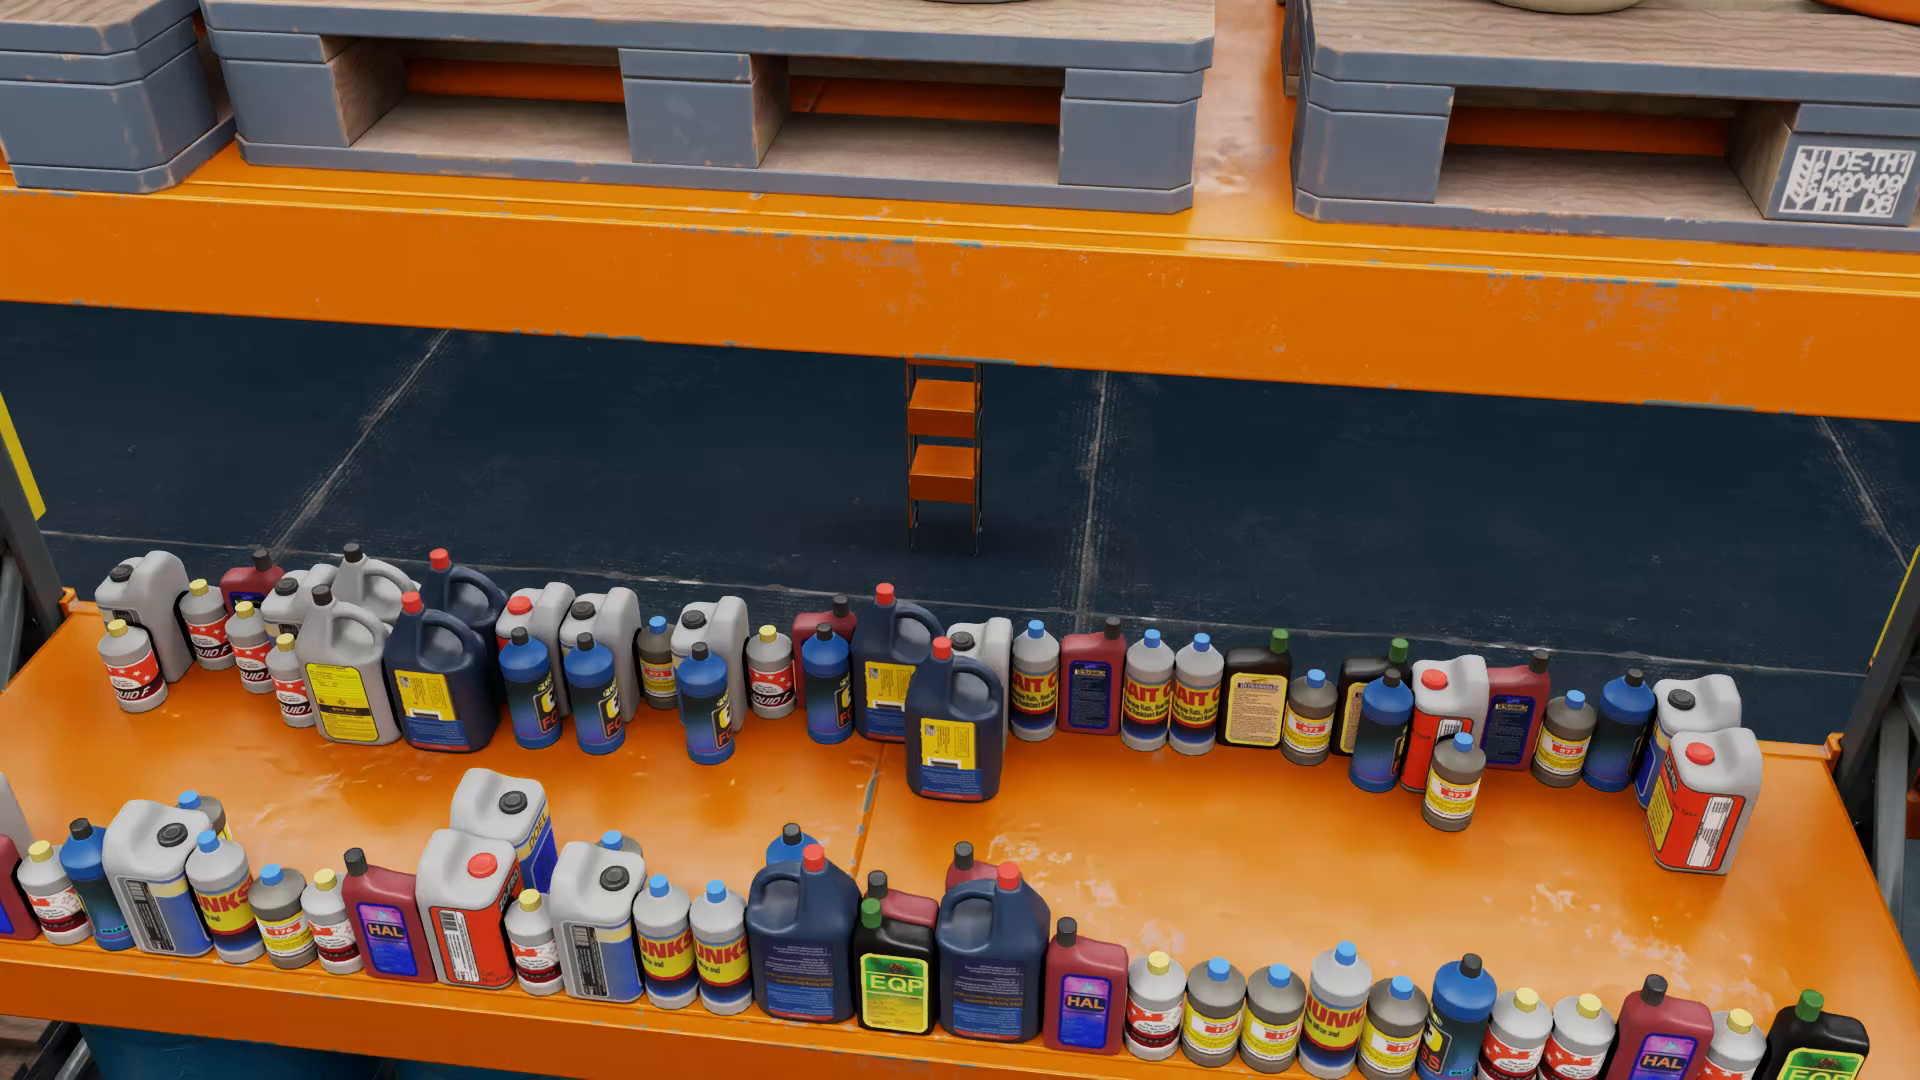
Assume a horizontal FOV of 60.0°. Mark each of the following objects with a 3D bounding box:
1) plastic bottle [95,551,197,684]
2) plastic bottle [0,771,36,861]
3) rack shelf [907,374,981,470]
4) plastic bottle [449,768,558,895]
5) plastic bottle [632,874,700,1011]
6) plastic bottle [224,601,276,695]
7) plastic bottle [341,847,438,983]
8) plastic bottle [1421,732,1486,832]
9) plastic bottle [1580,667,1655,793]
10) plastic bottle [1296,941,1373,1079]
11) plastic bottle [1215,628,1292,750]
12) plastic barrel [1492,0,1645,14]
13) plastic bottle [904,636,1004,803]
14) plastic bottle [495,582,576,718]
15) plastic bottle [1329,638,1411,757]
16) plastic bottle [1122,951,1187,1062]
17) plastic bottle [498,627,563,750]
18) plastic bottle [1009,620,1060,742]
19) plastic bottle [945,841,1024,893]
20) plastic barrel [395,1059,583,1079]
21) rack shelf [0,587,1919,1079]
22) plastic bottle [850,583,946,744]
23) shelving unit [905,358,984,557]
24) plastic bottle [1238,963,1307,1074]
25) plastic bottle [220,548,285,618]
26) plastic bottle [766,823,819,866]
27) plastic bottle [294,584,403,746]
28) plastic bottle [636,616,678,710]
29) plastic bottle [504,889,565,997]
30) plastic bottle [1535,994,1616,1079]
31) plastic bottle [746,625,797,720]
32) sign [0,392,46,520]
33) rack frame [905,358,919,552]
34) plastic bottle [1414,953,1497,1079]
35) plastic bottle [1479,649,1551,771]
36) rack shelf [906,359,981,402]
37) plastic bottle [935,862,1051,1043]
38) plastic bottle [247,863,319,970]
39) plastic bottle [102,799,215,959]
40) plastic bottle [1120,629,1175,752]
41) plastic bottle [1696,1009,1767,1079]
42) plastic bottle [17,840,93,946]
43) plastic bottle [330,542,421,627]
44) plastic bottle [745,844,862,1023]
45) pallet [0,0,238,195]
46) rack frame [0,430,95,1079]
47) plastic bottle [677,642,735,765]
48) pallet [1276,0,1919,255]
[{"bbox_3d":[-1.739,0.152,3.562,0.135,0.276,0.152,4,36,6],"label":"plastic bottle"},{"bbox_3d":[-1.823,0.494,3.017,0.185,0.351,0.144,4,36,6],"label":"plastic bottle"},{"bbox_3d":[-0.053,-0.423,5.957,0.240,0.259,0.215,4,36,6],"label":"rack shelf"},{"bbox_3d":[-0.822,0.544,3.013,0.135,0.276,0.152,4,36,6],"label":"plastic bottle"},{"bbox_3d":[-0.500,0.675,2.833,0.097,0.271,0.097,0,36,0],"label":"plastic bottle"},{"bbox_3d":[-1.496,0.220,3.530,0.097,0.201,0.097,0,36,0],"label":"plastic bottle"},{"bbox_3d":[-0.981,0.645,2.865,0.133,0.283,0.061,4,36,6],"label":"plastic bottle"},{"bbox_3d":[0.952,0.456,3.200,0.097,0.201,0.097,0,36,0],"label":"plastic bottle"},{"bbox_3d":[1.297,0.364,3.268,0.097,0.271,0.097,0,36,0],"label":"plastic bottle"},{"bbox_3d":[0.614,0.758,2.717,0.097,0.271,0.097,0,36,0],"label":"plastic bottle"},{"bbox_3d":[0.594,0.296,3.353,0.133,0.283,0.061,4,36,6],"label":"plastic bottle"},{"bbox_3d":[0.715,-0.776,1.930,0.301,0.262,0.301,0,36,0],"label":"plastic barrel"},{"bbox_3d":[-0.011,0.337,3.238,0.185,0.351,0.144,4,36,6],"label":"plastic bottle"},{"bbox_3d":[-0.876,0.216,3.471,0.135,0.276,0.152,4,36,6],"label":"plastic bottle"},{"bbox_3d":[0.823,0.313,3.329,0.133,0.283,0.061,4,36,6],"label":"plastic bottle"},{"bbox_3d":[0.324,0.765,2.767,0.097,0.201,0.097,0,36,0],"label":"plastic bottle"},{"bbox_3d":[-0.874,0.292,3.370,0.097,0.271,0.097,0,36,0],"label":"plastic bottle"},{"bbox_3d":[0.152,0.279,3.388,0.097,0.271,0.097,0,36,0],"label":"plastic bottle"},{"bbox_3d":[0.042,0.637,2.876,0.133,0.283,0.061,4,36,6],"label":"plastic bottle"},{"bbox_3d":[-0.931,1.044,3.650,0.708,0.901,0.600,4,36,6],"label":"plastic barrel"},{"bbox_3d":[-0.187,0.699,3.307,4.000,0.370,1.077,4,36,6],"label":"rack shelf"},{"bbox_3d":[-0.125,0.240,3.375,0.185,0.351,0.144,4,36,6],"label":"plastic bottle"},{"bbox_3d":[-0.053,-0.431,5.951,0.252,1.050,0.215,4,36,6],"label":"shelving unit"},{"bbox_3d":[0.517,0.779,2.747,0.097,0.201,0.097,0,36,0],"label":"plastic bottle"},{"bbox_3d":[-1.503,0.140,3.572,0.133,0.283,0.061,4,36,6],"label":"plastic bottle"},{"bbox_3d":[-0.289,0.606,2.929,0.097,0.271,0.097,0,36,0],"label":"plastic bottle"},{"bbox_3d":[-1.236,0.241,3.372,0.185,0.351,0.144,4,36,6],"label":"plastic bottle"},{"bbox_3d":[-0.624,0.250,3.489,0.097,0.201,0.097,0,36,0],"label":"plastic bottle"},{"bbox_3d":[-0.730,0.686,2.878,0.097,0.201,0.097,0,36,0],"label":"plastic bottle"},{"bbox_3d":[1.000,0.815,2.697,0.097,0.201,0.097,0,36,0],"label":"plastic bottle"},{"bbox_3d":[-0.394,0.267,3.465,0.097,0.201,0.097,0,36,0],"label":"plastic bottle"},{"bbox_3d":[-2.099,-0.171,3.669,0.005,0.325,0.100,4,36,6],"label":"sign"},{"bbox_3d":[-0.174,-0.440,5.963,0.008,1.050,0.200,4,36,6],"label":"rack frame"},{"bbox_3d":[0.807,0.772,2.697,0.097,0.271,0.097,0,36,0],"label":"plastic bottle"},{"bbox_3d":[1.088,0.333,3.301,0.133,0.283,0.061,4,36,6],"label":"plastic bottle"},{"bbox_3d":[-0.053,-0.654,5.792,0.240,0.259,0.215,4,36,6],"label":"rack shelf"},{"bbox_3d":[0.055,0.670,2.771,0.185,0.351,0.144,4,36,6],"label":"plastic bottle"},{"bbox_3d":[-1.189,0.652,2.926,0.097,0.201,0.097,0,36,0],"label":"plastic bottle"},{"bbox_3d":[-1.397,0.590,2.948,0.135,0.276,0.152,4,36,6],"label":"plastic bottle"},{"bbox_3d":[0.380,0.296,3.364,0.097,0.271,0.097,0,36,0],"label":"plastic bottle"},{"bbox_3d":[1.229,0.832,2.673,0.097,0.201,0.097,0,36,0],"label":"plastic bottle"},{"bbox_3d":[-1.612,0.620,2.970,0.097,0.201,0.097,0,36,0],"label":"plastic bottle"},{"bbox_3d":[-1.217,0.158,3.489,0.185,0.351,0.144,4,36,6],"label":"plastic bottle"},{"bbox_3d":[-0.261,0.647,2.804,0.185,0.351,0.144,4,36,6],"label":"plastic bottle"},{"bbox_3d":[-1.381,-0.884,2.487,1.003,0.211,1.213,4,36,6],"label":"pallet"},{"bbox_3d":[-2.171,0.259,3.306,0.127,3.000,1.000,4,36,6],"label":"rack frame"},{"bbox_3d":[-0.510,0.319,3.332,0.097,0.271,0.097,0,36,0],"label":"plastic bottle"},{"bbox_3d":[1.050,-0.702,2.233,1.213,0.211,1.003,4,36,6],"label":"pallet"}]
